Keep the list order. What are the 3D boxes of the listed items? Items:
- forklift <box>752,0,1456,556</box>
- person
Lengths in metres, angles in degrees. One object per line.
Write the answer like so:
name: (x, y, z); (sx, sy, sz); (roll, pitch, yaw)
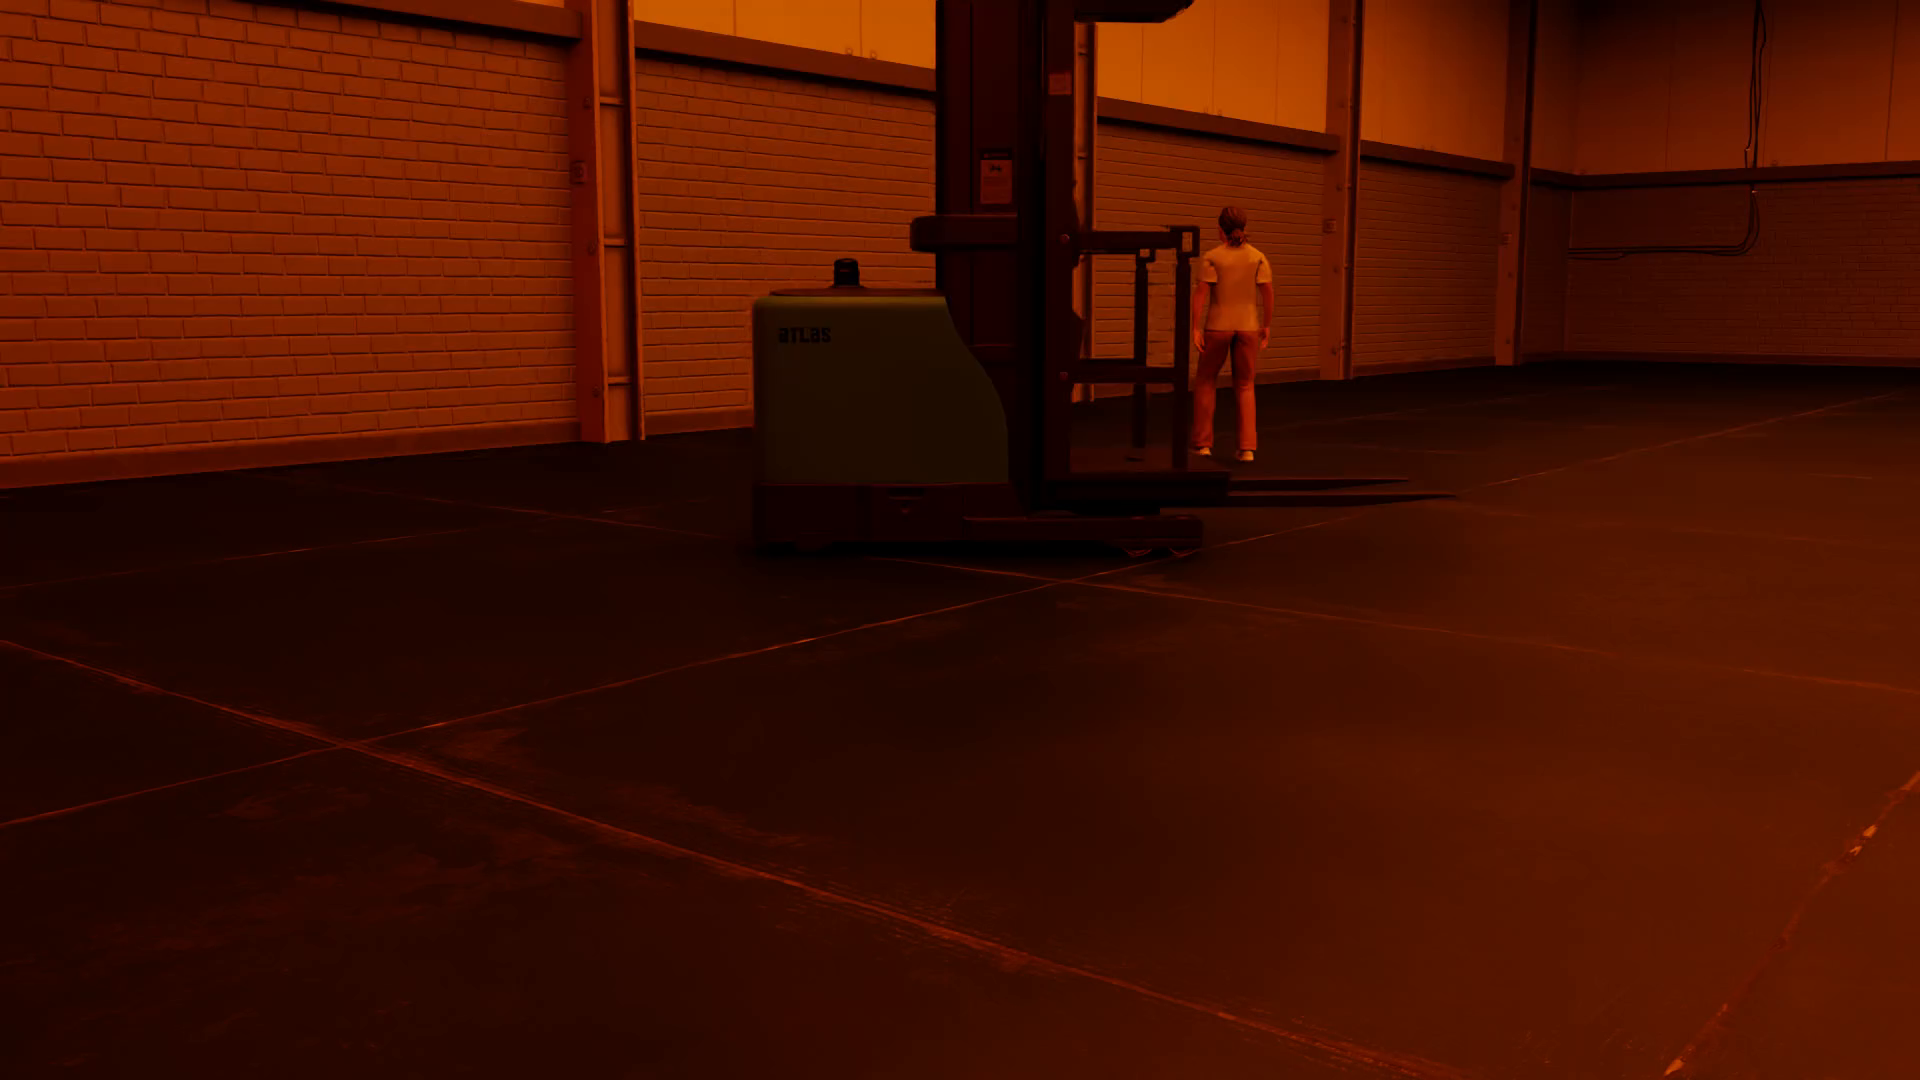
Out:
forklift: (0.619, -1.459, 7.251); (3.031, 2.935, 1.130); (-1, 8, -4)
person: (1.775, -1.339, 10.978); (0.546, 1.702, 0.506); (0, 8, -3)
